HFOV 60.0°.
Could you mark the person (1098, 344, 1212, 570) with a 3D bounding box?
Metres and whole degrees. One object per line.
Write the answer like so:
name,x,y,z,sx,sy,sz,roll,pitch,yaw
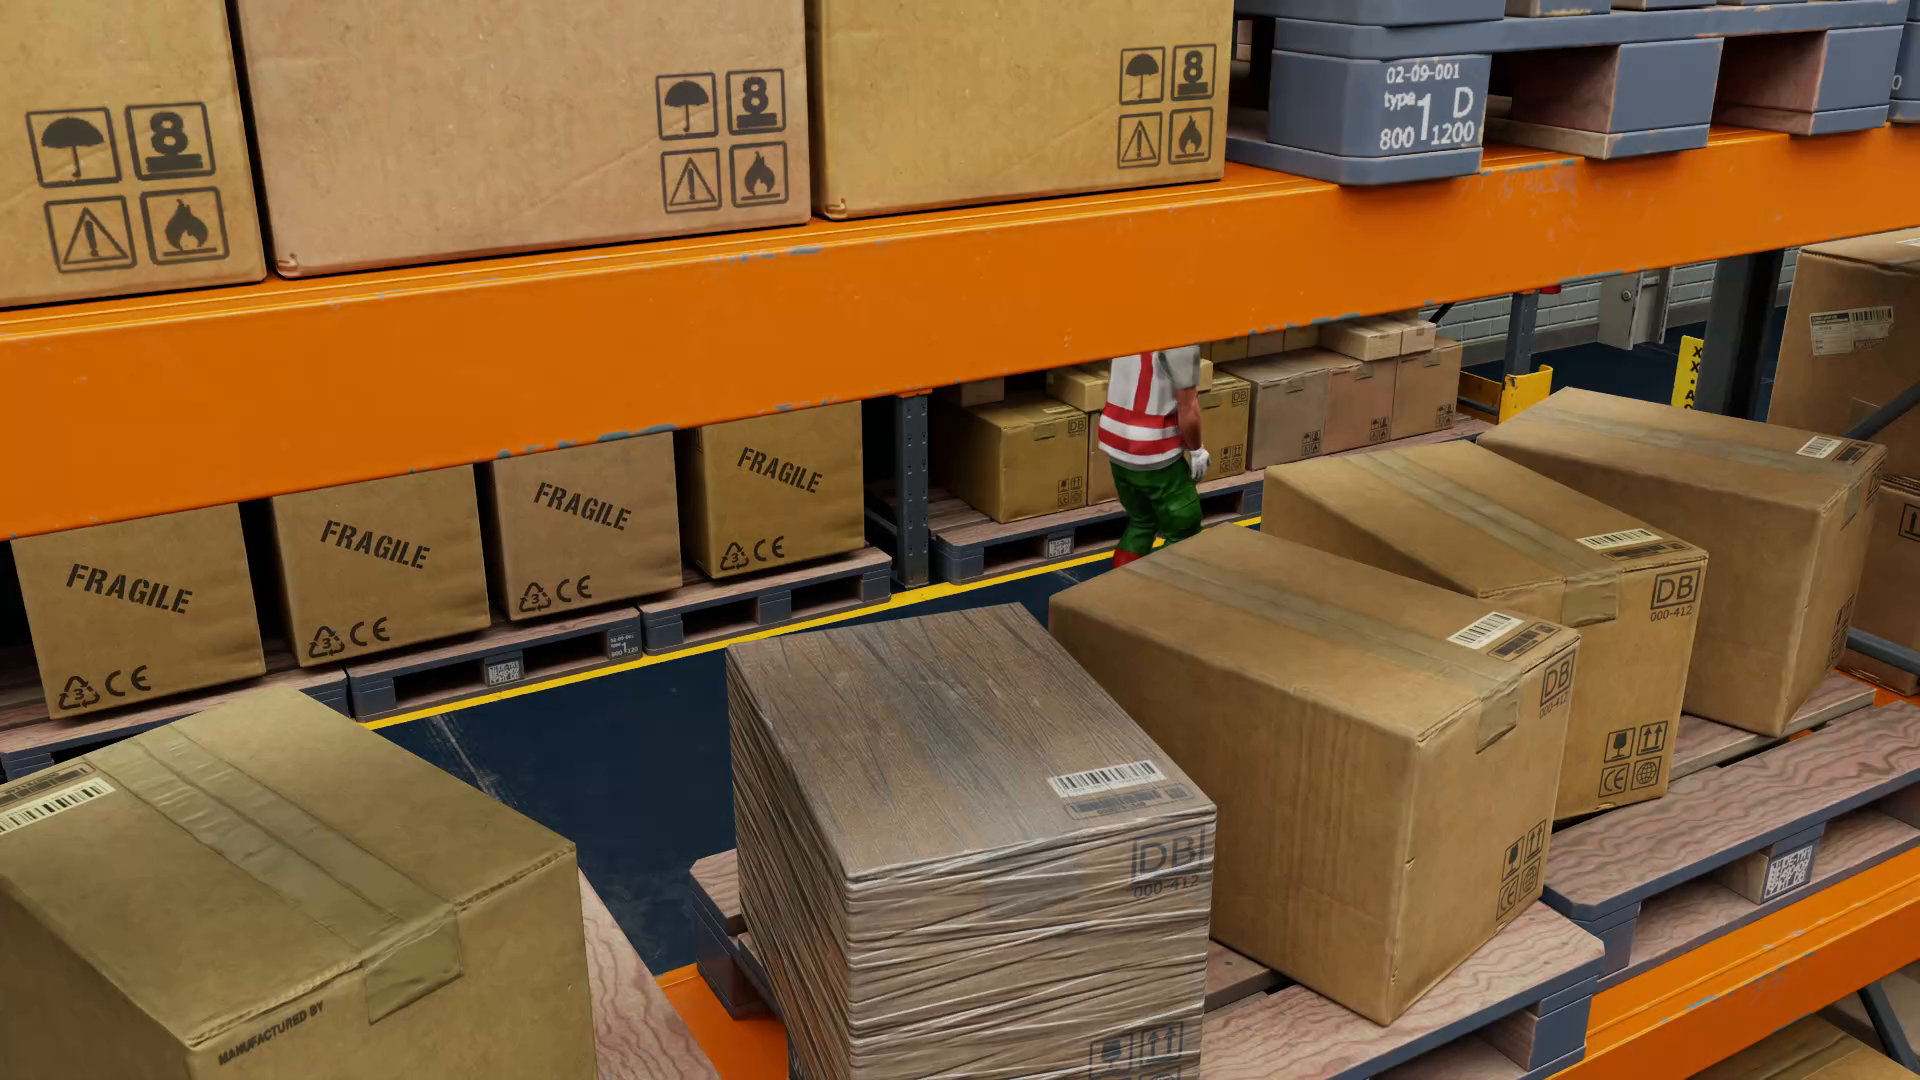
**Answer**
person,0.841,-0.393,7.156,0.496,1.712,0.549,-12,24,-27
